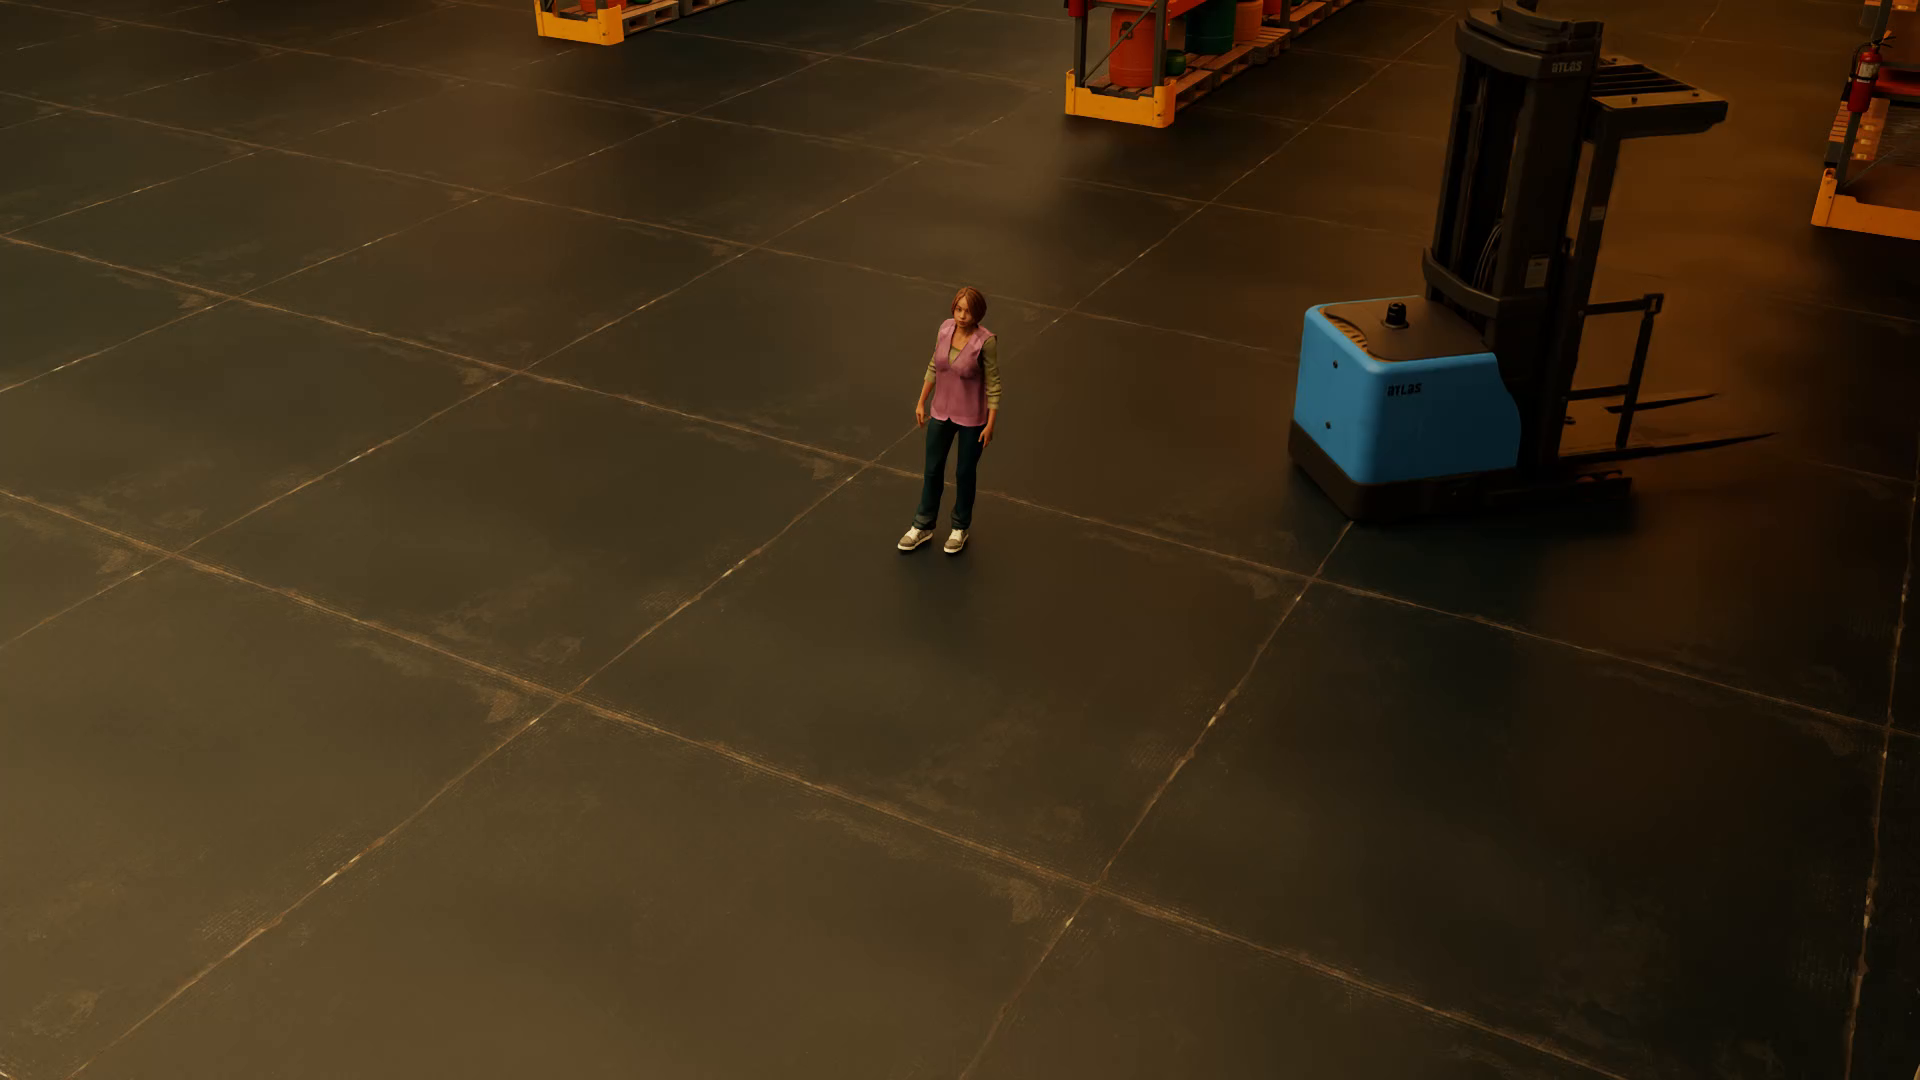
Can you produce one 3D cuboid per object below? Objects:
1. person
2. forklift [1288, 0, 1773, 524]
[{"bbox_3d":[-0.048,-0.669,9.550,0.519,1.598,0.475,15,33,25],"label":"person"},{"bbox_3d":[3.714,-1.750,10.103,3.031,2.935,1.130,-7,31,-12],"label":"forklift"}]
